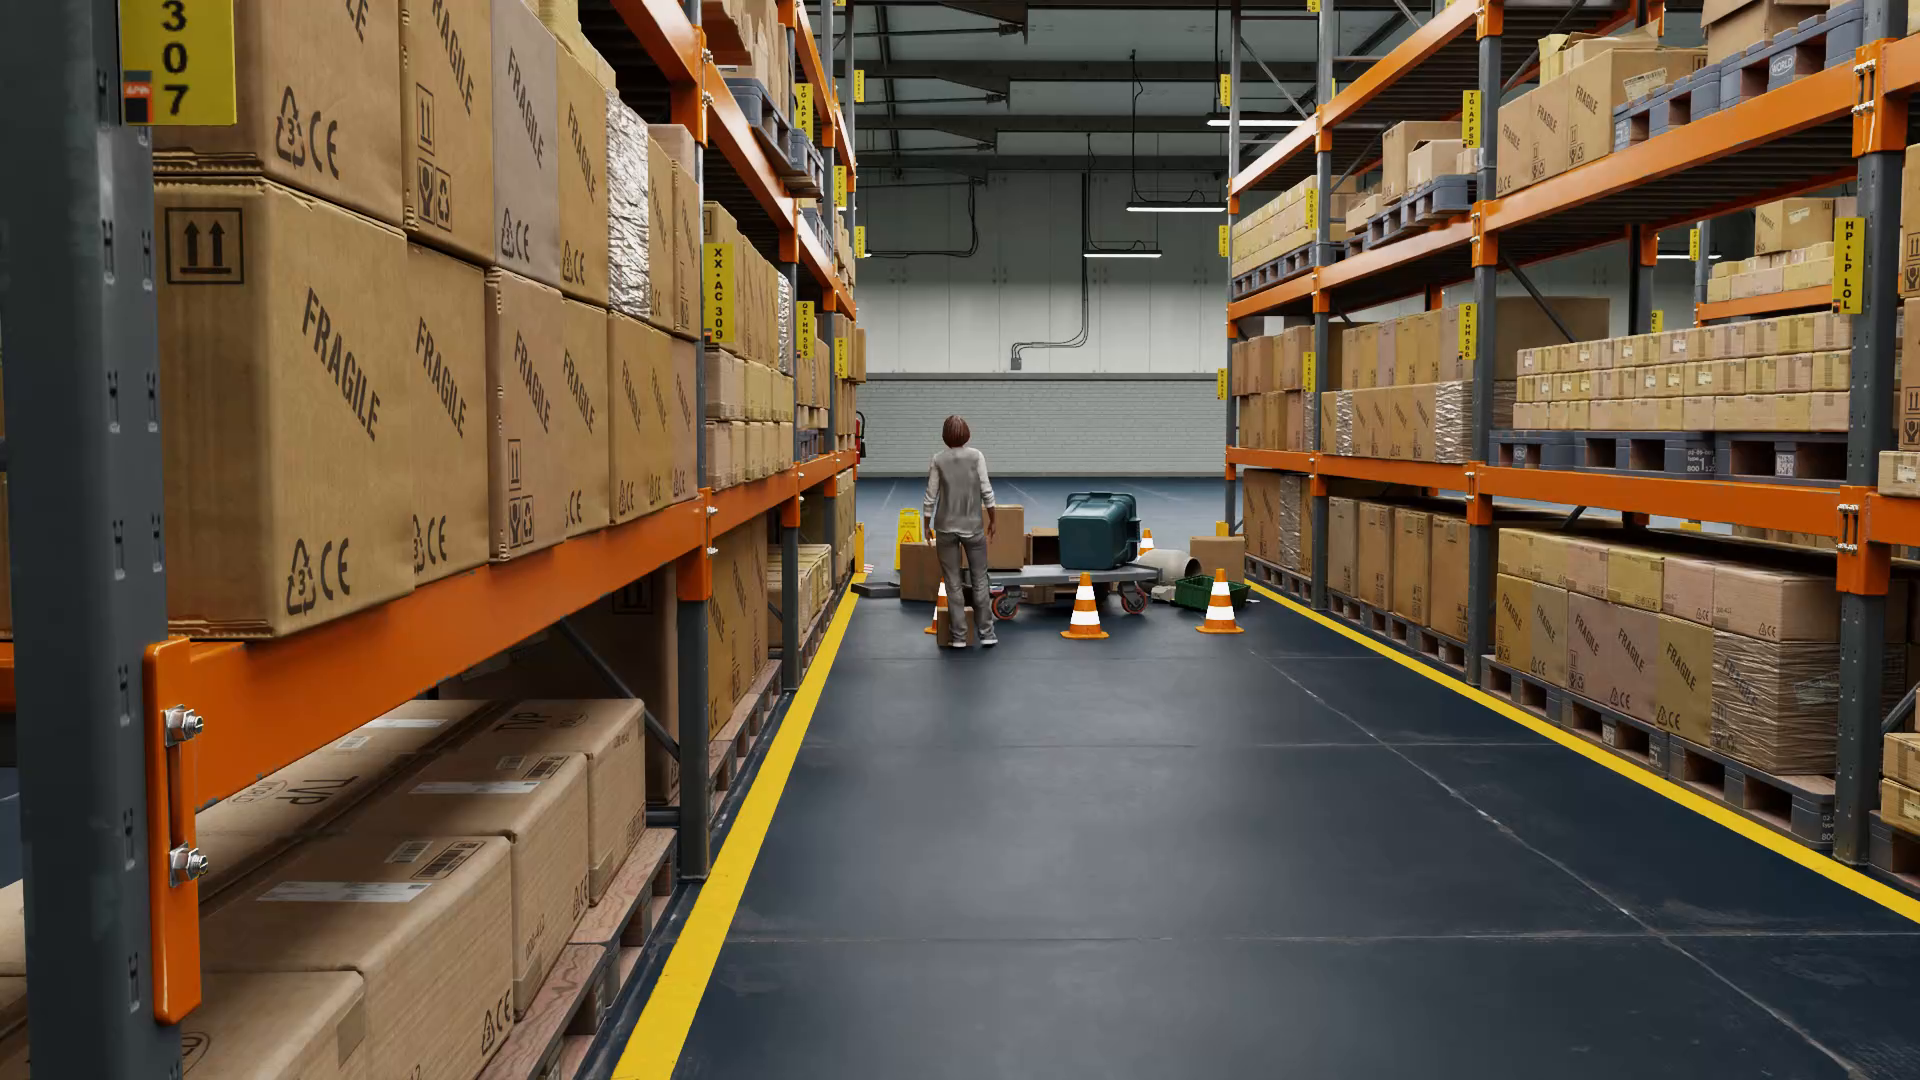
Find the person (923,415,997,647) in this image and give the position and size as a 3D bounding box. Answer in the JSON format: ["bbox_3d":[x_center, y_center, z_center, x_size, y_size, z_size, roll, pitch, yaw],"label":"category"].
[{"bbox_3d":[0.005,-0.059,11.455,0.521,1.600,0.472,0,4,-1],"label":"person"}]
